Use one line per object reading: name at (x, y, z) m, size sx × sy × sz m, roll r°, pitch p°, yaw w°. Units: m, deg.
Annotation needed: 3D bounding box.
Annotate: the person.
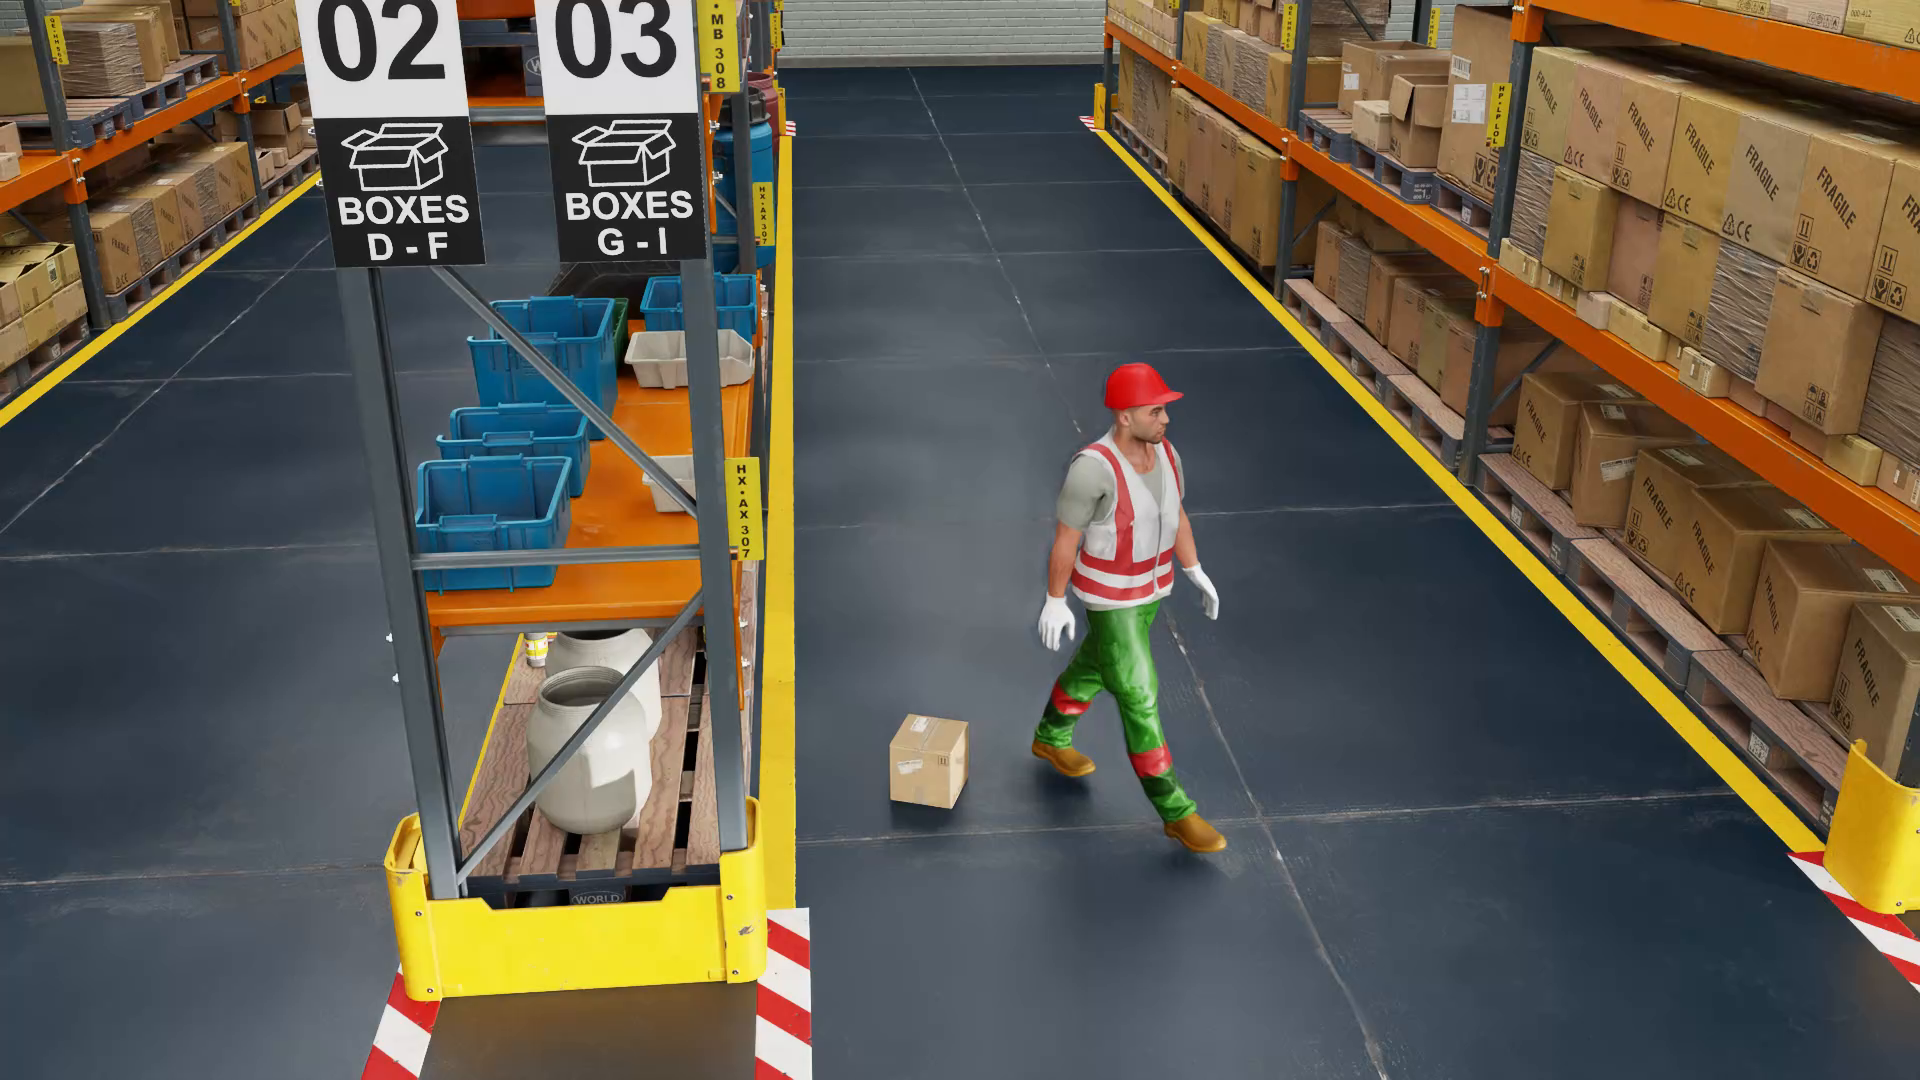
person at (0.672, 0.202, 6.066) m, size 1.009 × 1.734 × 0.618 m, roll 20°, pitch 30°, yaw 38°
